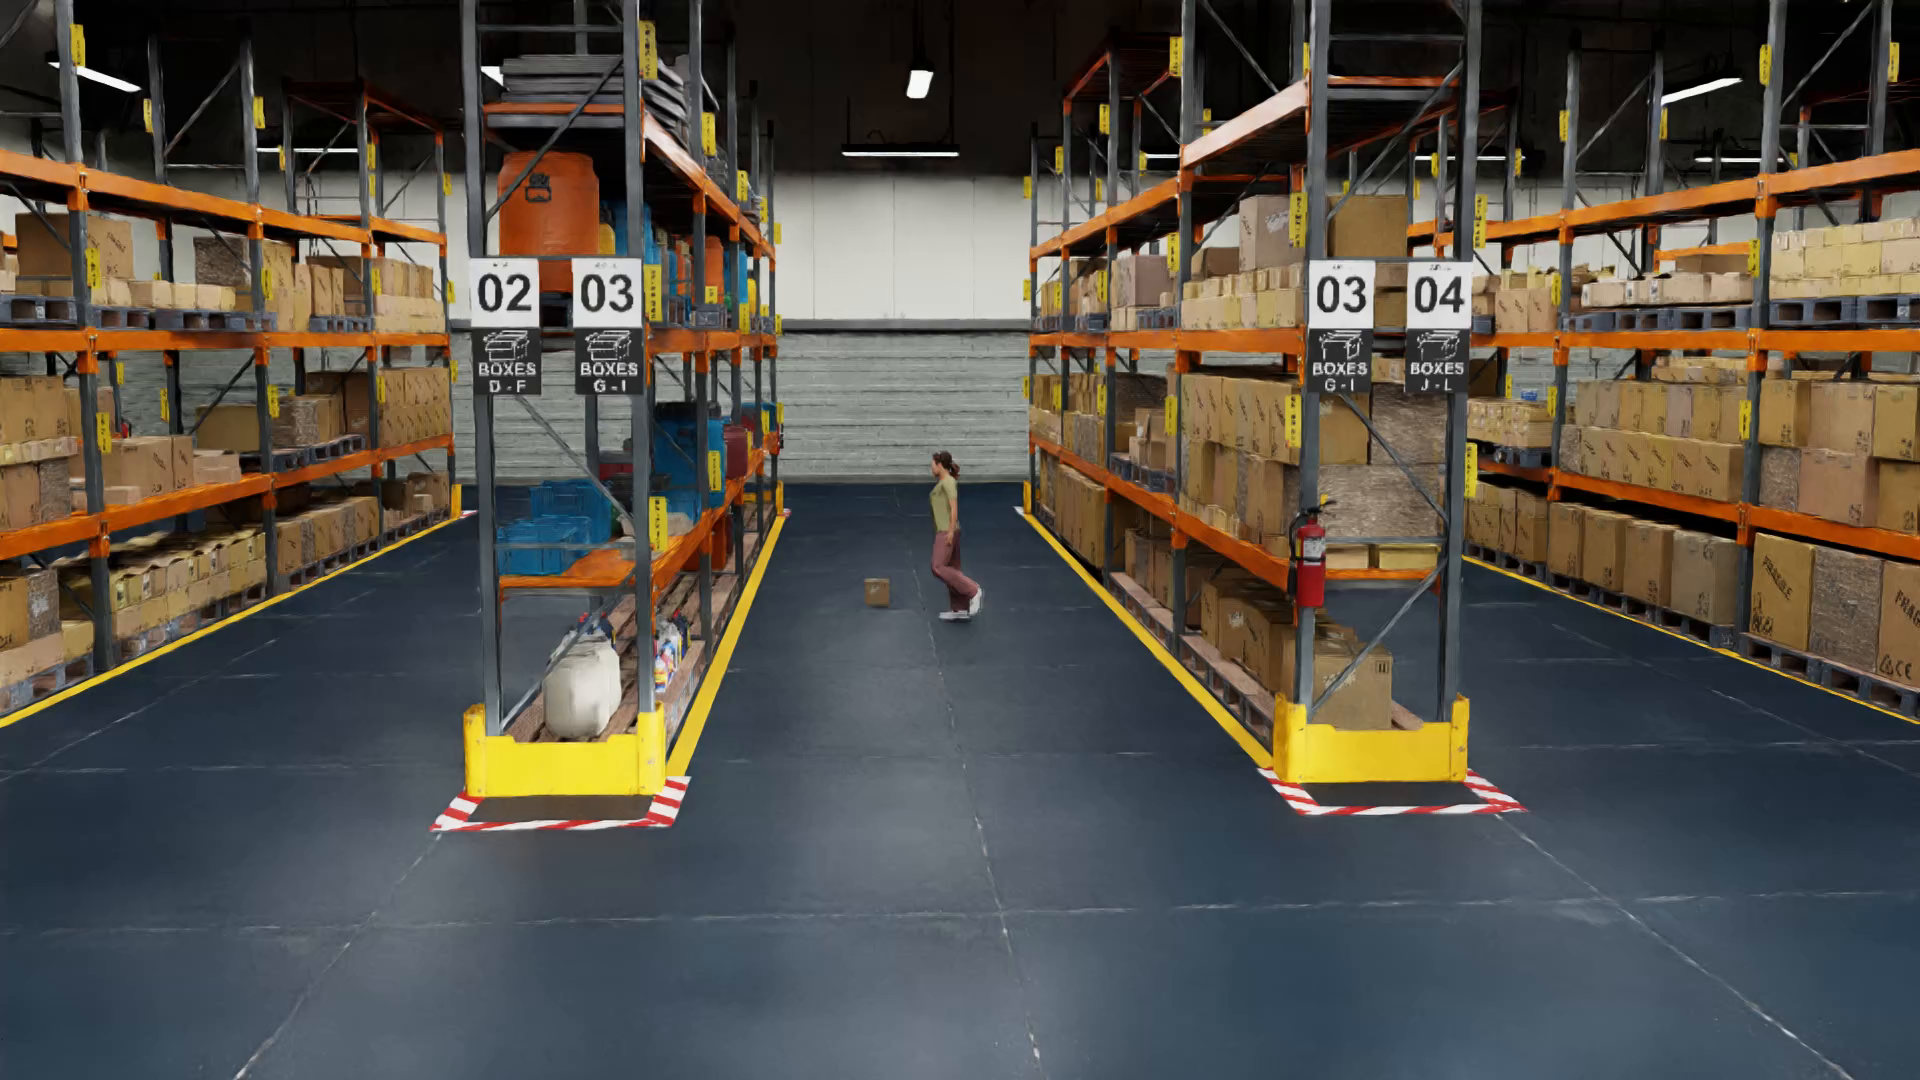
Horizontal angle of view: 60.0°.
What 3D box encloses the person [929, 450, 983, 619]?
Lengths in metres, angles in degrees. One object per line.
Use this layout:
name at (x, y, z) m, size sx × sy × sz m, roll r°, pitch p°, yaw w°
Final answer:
person at (-0.045, -0.052, 16.258) m, size 0.513 × 1.639 × 0.559 m, roll -1°, pitch 7°, yaw -4°
